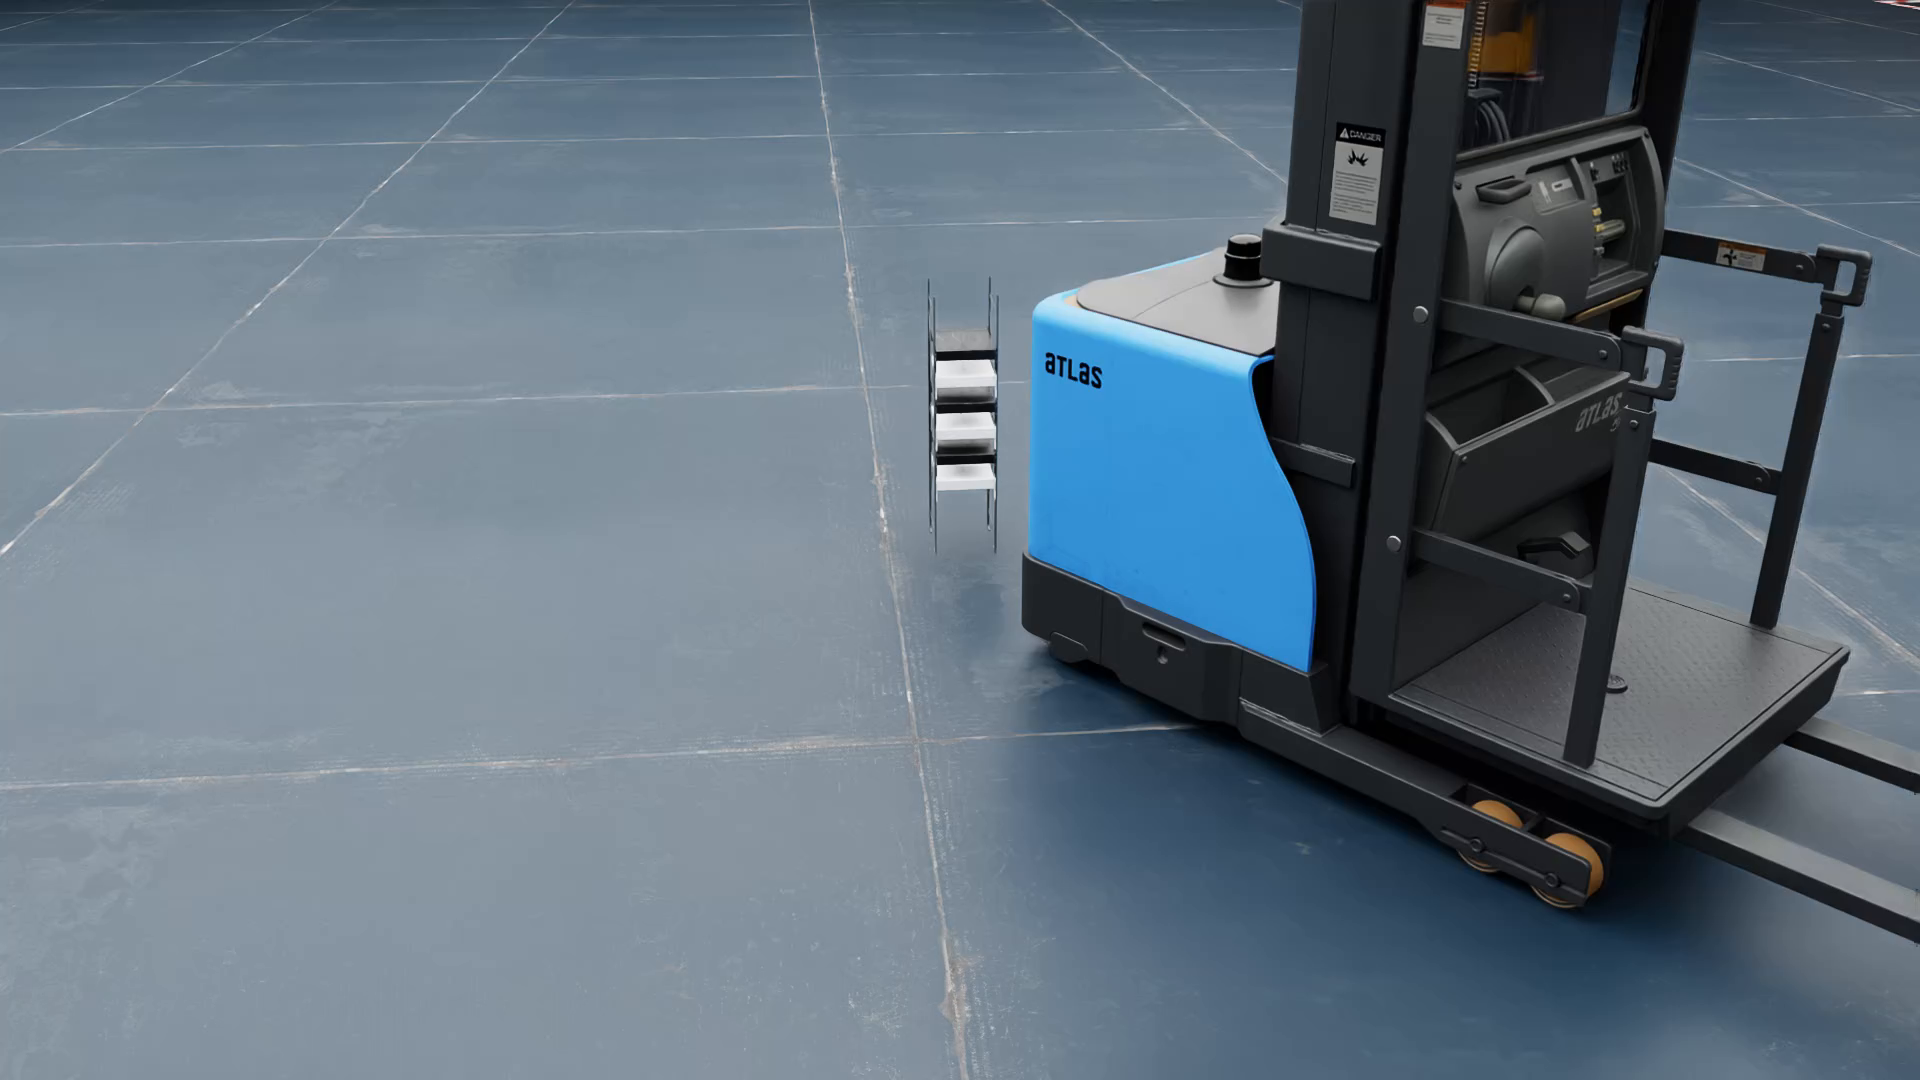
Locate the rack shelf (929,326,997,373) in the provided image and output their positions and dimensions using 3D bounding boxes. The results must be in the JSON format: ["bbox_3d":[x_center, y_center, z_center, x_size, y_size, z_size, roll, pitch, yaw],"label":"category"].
[{"bbox_3d":[0.008,-0.628,5.472,0.200,0.077,0.258,-2,24,-5],"label":"rack shelf"}]

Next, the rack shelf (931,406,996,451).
[{"bbox_3d":[0.008,-0.381,5.581,0.200,0.077,0.258,-2,24,-5],"label":"rack shelf"}]

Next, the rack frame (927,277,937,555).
[{"bbox_3d":[-0.093,-0.407,5.559,0.006,0.900,0.240,-2,24,-5],"label":"rack frame"}]

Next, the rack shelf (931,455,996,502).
[{"bbox_3d":[0.008,-0.217,5.655,0.200,0.077,0.258,-2,24,-5],"label":"rack shelf"}]

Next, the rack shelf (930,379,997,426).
[{"bbox_3d":[0.008,-0.463,5.545,0.200,0.077,0.258,-2,24,-5],"label":"rack shelf"}]

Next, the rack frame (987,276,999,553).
[{"bbox_3d":[0.109,-0.416,5.577,0.006,0.900,0.240,-2,24,-5],"label":"rack frame"}]

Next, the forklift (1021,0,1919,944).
[{"bbox_3d":[1.564,-0.727,3.777,1.130,2.935,3.031,-21,32,-39],"label":"forklift"}]

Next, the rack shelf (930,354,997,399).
[{"bbox_3d":[0.008,-0.546,5.508,0.200,0.077,0.258,-2,24,-5],"label":"rack shelf"}]

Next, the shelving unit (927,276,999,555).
[{"bbox_3d":[0.008,-0.412,5.568,0.210,0.900,0.258,-2,24,-5],"label":"shelving unit"}]

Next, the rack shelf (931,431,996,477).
[{"bbox_3d":[0.008,-0.299,5.618,0.200,0.077,0.258,-2,24,-5],"label":"rack shelf"}]
